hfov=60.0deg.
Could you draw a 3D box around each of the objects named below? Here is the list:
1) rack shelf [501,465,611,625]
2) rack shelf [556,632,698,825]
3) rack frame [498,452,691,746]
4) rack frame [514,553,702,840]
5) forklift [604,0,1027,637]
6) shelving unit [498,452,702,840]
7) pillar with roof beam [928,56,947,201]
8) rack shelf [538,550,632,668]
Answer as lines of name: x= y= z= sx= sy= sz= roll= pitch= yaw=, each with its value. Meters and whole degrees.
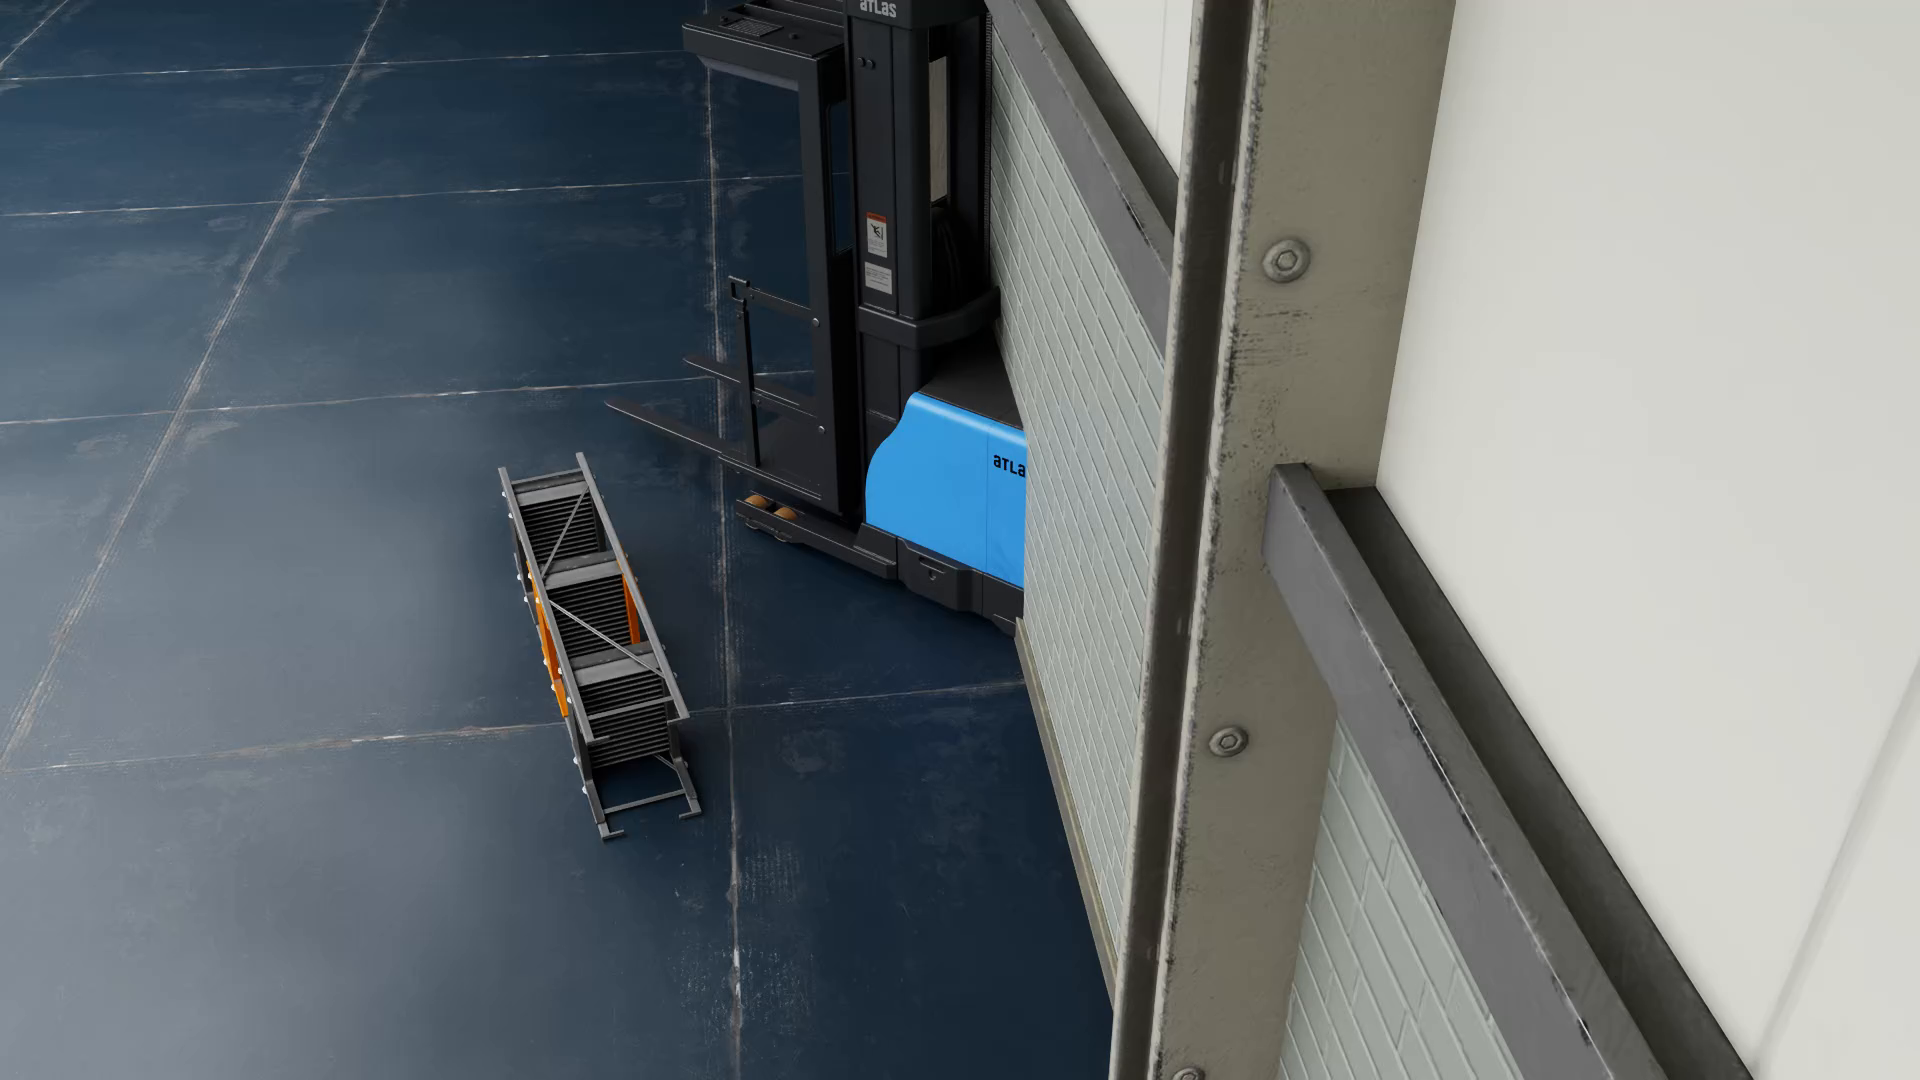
rack shelf: x=-1.858 y=0.018 z=7.765 sx=0.431 sy=0.480 sz=0.518 roll=-13 pitch=36 yaw=-18
rack shelf: x=-1.340 y=0.750 z=6.691 sx=0.431 sy=0.480 sz=0.518 roll=-13 pitch=36 yaw=-18
rack frame: x=-1.604 y=0.175 z=7.101 sx=0.400 sy=0.015 sz=2.100 roll=-13 pitch=36 yaw=-18
rack frame: x=-1.604 y=0.578 z=7.376 sx=0.400 sy=0.015 sz=2.100 roll=-13 pitch=36 yaw=-18
forklift: x=-0.503 y=-1.419 z=7.730 sx=3.031 sy=2.935 sz=1.130 roll=22 pitch=40 yaw=29
shelving unit: x=-1.604 y=0.377 z=7.238 sx=0.431 sy=0.503 sz=2.100 roll=-13 pitch=36 yaw=-18
pillar with roof beam: x=-4.494 y=-4.428 z=6.757 sx=9.100 sy=9.000 sz=0.400 roll=-4 pitch=35 yaw=-6
rack shelf: x=-1.650 y=0.312 z=7.333 sx=0.368 sy=0.457 sz=0.174 roll=-13 pitch=36 yaw=-18
